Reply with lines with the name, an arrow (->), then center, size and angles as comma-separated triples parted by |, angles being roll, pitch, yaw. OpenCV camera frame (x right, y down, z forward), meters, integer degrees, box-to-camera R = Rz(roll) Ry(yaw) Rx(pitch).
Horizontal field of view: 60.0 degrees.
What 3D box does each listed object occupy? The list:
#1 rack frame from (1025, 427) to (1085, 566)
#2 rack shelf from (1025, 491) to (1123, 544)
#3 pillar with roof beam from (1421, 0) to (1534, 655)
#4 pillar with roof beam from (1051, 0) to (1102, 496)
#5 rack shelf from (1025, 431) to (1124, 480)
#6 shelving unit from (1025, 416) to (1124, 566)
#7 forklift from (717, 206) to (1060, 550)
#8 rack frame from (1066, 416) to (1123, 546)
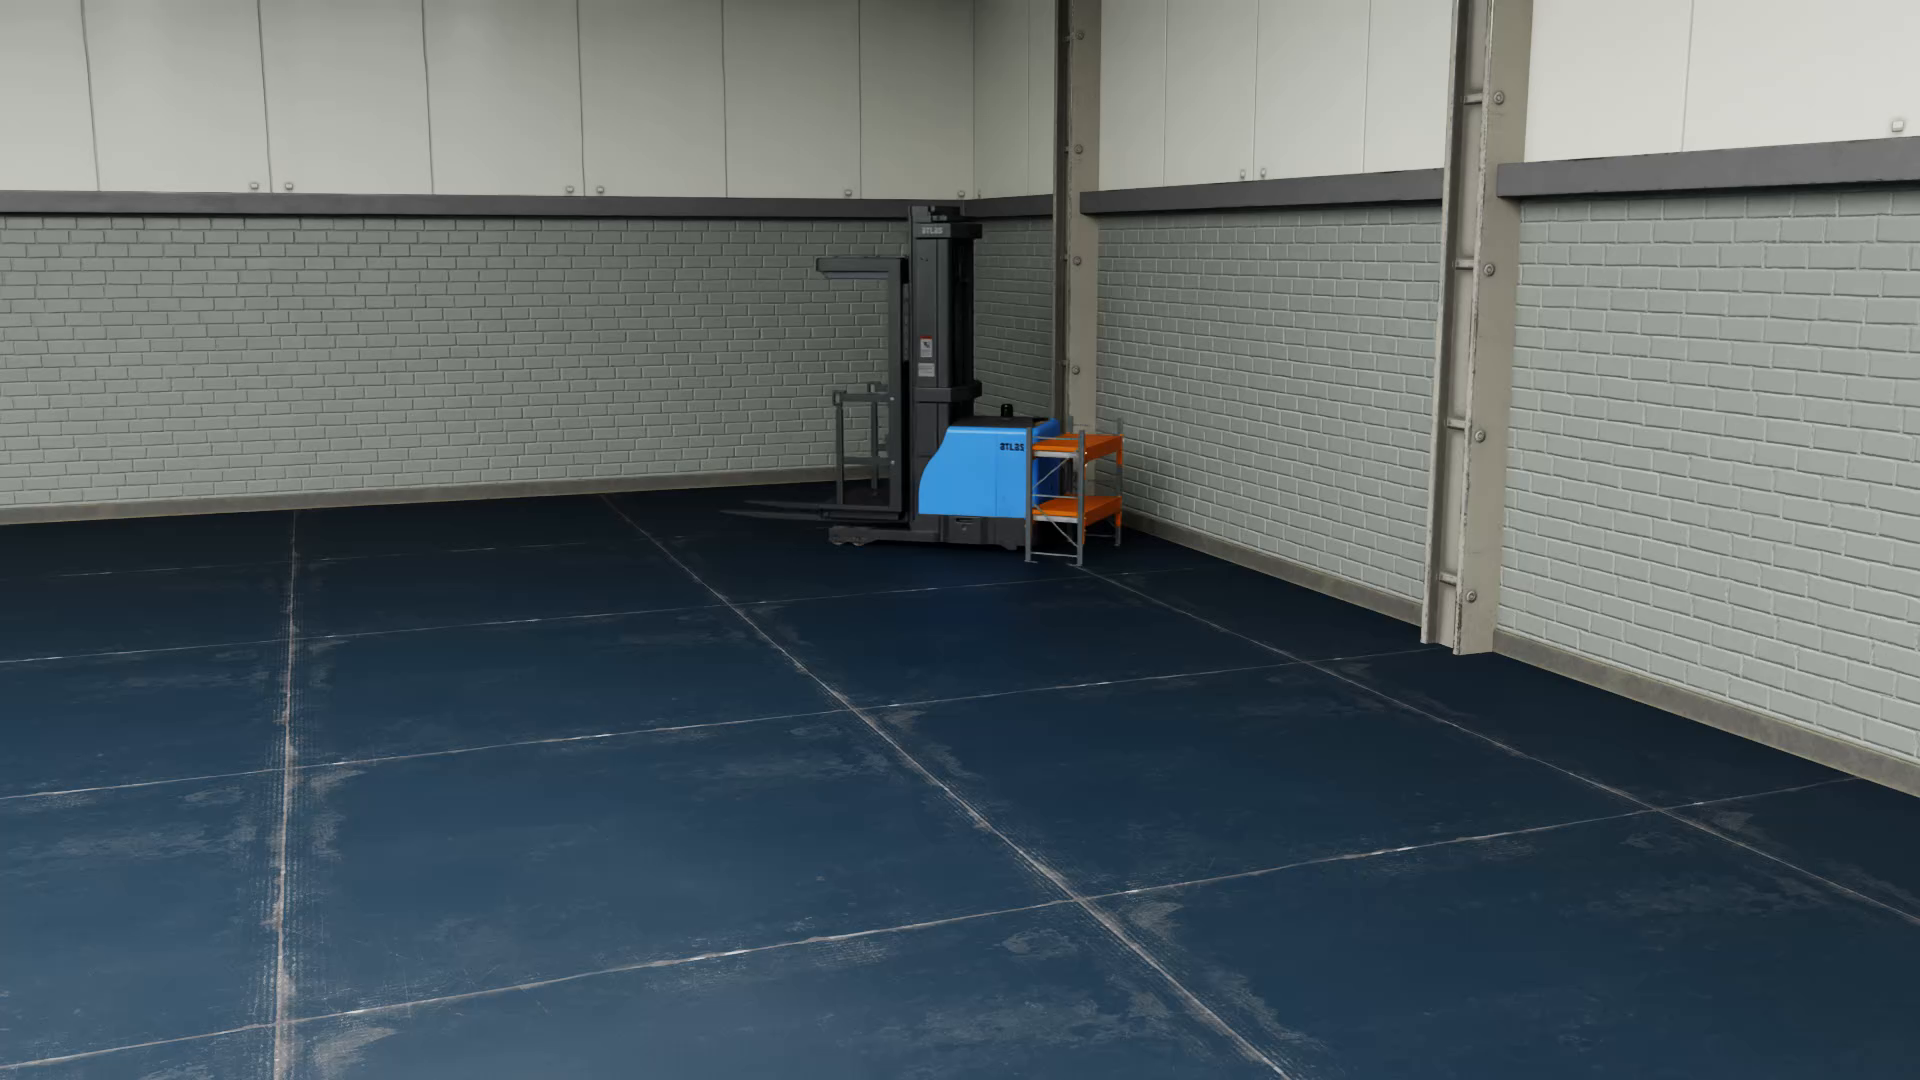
rack frame -> 0.782, -0.357, 13.711 | 0.500, 1.125, 0.032 | 4, 11, 23
rack shelf -> 0.983, -0.198, 14.214 | 0.538, 0.278, 1.000 | 4, 11, 23
pillar with roof beam -> -0.726, -3.456, 8.653 | 9.100, 9.000, 0.400 | -4, 11, -21
pillar with roof beam -> -2.900, -4.435, 14.159 | 9.100, 9.000, 0.400 | -4, 11, -21
rack shelf -> 0.983, -0.727, 14.119 | 0.538, 0.278, 1.000 | 4, 11, 23
shelving unit -> 0.983, -0.438, 14.171 | 0.538, 1.125, 1.048 | 4, 11, 23
forklift -> -0.667, -1.473, 14.831 | 3.031, 2.935, 1.130 | 3, 10, 15
rack frame -> 1.184, -0.520, 14.630 | 0.500, 1.125, 0.032 | 4, 11, 23
